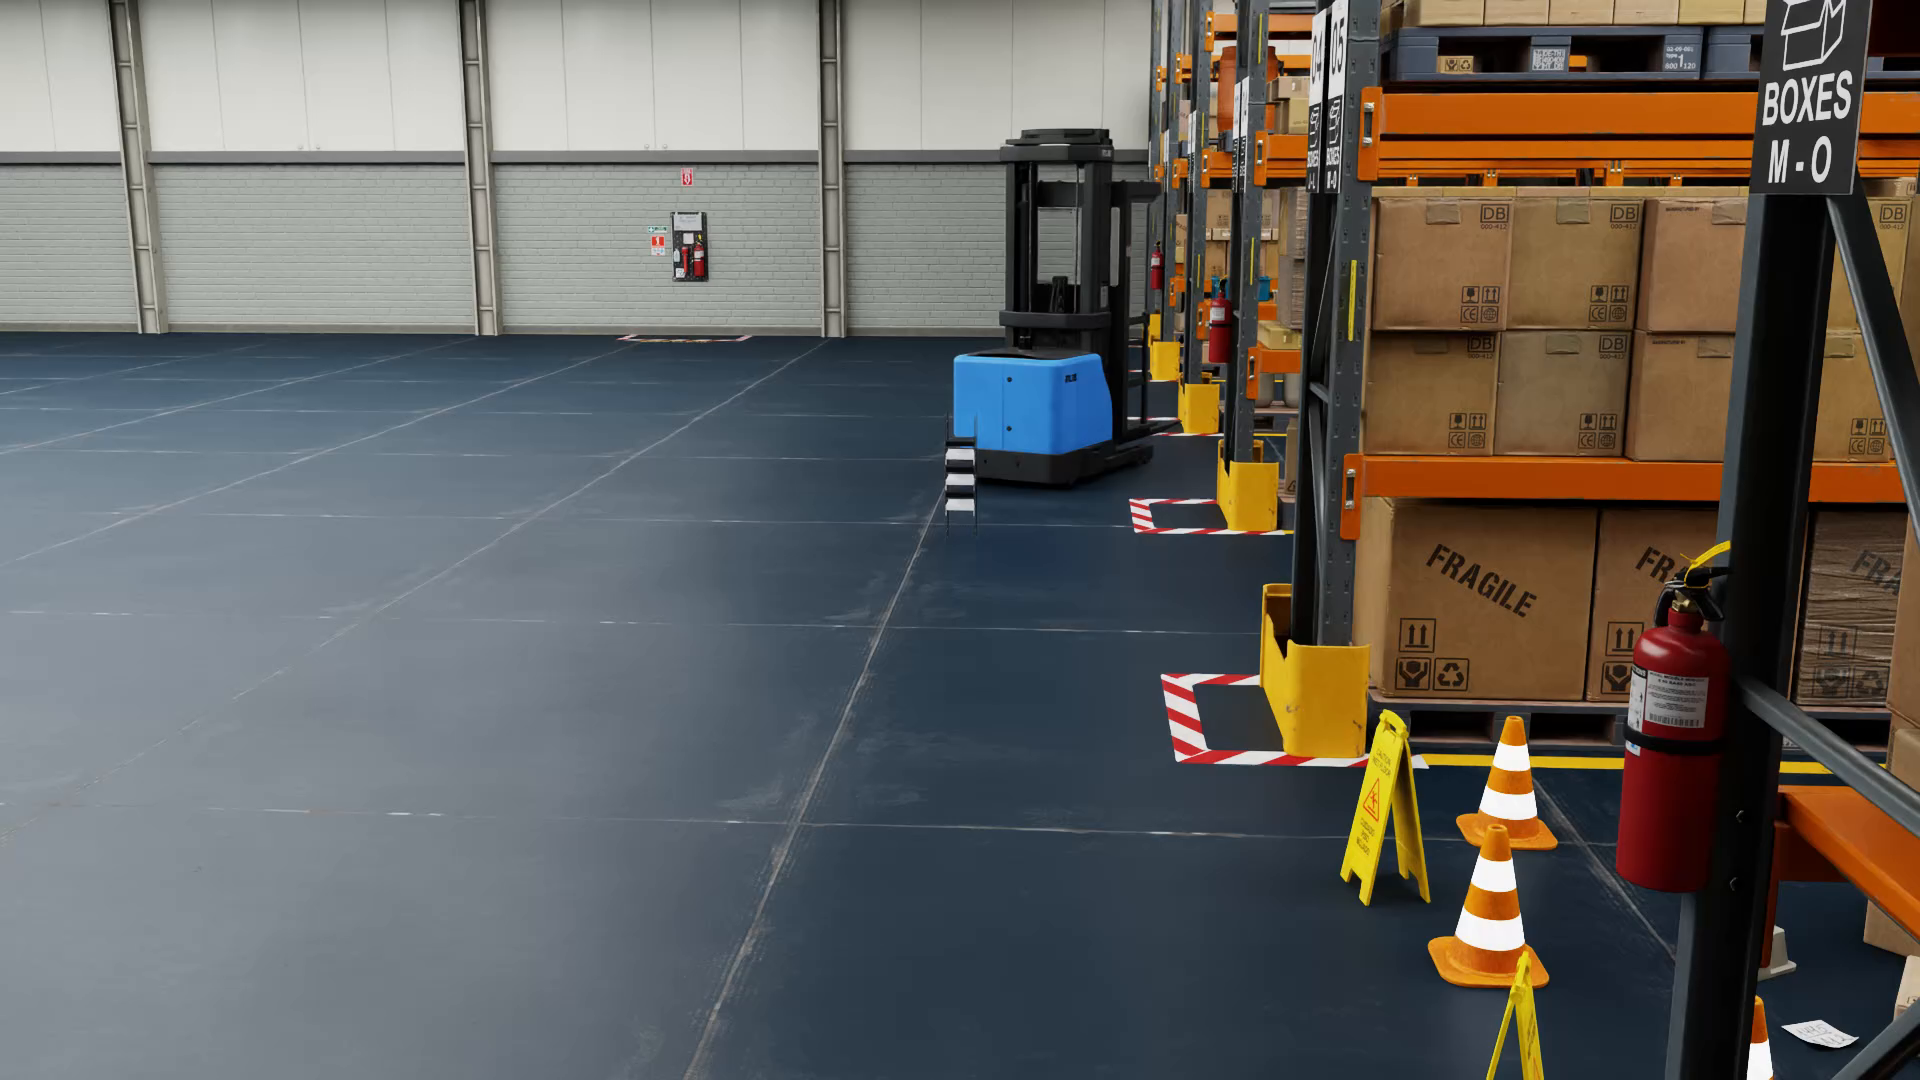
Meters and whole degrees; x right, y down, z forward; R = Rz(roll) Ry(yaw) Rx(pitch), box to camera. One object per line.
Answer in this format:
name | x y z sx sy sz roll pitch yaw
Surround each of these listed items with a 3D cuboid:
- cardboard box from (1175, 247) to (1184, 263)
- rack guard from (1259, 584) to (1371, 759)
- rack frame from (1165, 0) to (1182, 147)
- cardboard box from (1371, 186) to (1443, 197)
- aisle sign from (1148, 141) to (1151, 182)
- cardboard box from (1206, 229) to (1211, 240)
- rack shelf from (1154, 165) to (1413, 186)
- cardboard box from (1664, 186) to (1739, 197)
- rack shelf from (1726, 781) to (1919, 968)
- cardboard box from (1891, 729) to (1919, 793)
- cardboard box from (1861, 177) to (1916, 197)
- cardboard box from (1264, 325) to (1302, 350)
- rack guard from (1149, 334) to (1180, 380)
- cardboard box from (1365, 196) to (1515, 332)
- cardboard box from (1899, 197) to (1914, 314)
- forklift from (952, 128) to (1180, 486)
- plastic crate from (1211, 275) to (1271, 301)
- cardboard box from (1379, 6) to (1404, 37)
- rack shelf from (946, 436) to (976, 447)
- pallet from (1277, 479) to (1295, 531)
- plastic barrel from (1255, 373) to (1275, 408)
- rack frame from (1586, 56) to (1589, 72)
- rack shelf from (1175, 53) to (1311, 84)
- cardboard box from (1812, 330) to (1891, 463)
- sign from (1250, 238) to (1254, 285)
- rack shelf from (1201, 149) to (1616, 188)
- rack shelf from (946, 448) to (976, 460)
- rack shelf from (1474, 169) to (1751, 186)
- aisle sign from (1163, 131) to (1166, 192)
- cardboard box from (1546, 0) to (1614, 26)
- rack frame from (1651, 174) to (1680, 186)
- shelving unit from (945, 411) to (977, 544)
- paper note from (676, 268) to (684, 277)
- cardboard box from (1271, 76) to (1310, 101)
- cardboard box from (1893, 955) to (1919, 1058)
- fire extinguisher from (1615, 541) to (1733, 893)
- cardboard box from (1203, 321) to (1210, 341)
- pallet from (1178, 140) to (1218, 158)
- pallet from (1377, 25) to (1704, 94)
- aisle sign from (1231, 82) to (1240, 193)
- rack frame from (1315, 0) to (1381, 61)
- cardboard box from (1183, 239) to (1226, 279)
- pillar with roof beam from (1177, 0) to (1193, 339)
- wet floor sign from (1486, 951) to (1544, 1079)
cardboard box | 3.551 -4.552 26.519 0.500 0.250 0.500 0 12 2
rack guard | 1.636 0.584 7.755 0.348 0.500 1.175 1 12 4
rack frame | 2.758 -6.611 21.395 0.127 3.000 1.000 1 12 4
cardboard box | 3.122 -2.263 11.850 0.500 0.500 0.500 1 12 4
aisle sign | 2.994 -5.899 26.293 0.004 0.787 0.394 1 12 4
cardboard box | 3.136 -3.992 21.697 0.250 0.149 0.380 1 12 3
rack shelf | 5.081 -5.776 26.483 4.000 0.370 1.077 1 12 4
cardboard box | 5.117 -2.237 11.722 0.500 0.500 0.500 1 12 4
rack shelf | 3.426 0.753 2.599 4.000 0.370 1.077 1 12 4
cardboard box | 1.818 0.458 2.867 0.250 0.149 0.380 1 12 6
cardboard box | 6.867 -2.056 11.780 1.000 1.000 1.000 1 12 4
cardboard box | 2.361 -1.475 12.109 0.250 0.149 0.380 1 12 4
rack guard | 2.734 -2.452 22.267 0.348 0.500 1.175 1 12 4
cardboard box | 2.028 -1.228 7.309 0.550 0.550 0.875 1 12 4
cardboard box | 4.200 -1.218 7.260 0.550 0.550 0.875 1 12 4
forklift | 1.103 -2.139 14.836 1.130 2.935 3.031 7 14 29
plastic crate | 2.943 -2.644 17.447 0.616 0.251 0.499 1 12 4
cardboard box | 2.015 -2.304 7.472 0.250 0.149 0.380 1 12 4
rack shelf | 0.008 -0.672 11.627 0.200 0.077 0.258 1 12 4
pallet | 2.977 -0.267 12.528 1.213 0.211 1.003 1 12 4
plastic barrel | 3.085 -1.657 17.415 0.421 0.512 0.421 0 12 0
rack frame | 6.415 -5.545 16.296 0.127 3.000 1.000 1 12 4
rack shelf | 4.754 -6.036 21.379 4.000 0.370 1.077 1 12 4
cardboard box | 3.666 -0.682 7.334 0.500 0.550 0.875 1 12 4
sign | 2.057 -1.964 11.716 0.005 0.325 0.100 1 12 4
rack shelf | 4.419 -3.752 16.808 4.000 0.370 1.077 1 12 4
rack shelf | 0.008 -0.584 11.645 0.200 0.077 0.258 1 12 4
rack shelf | 8.745 -4.709 21.383 4.000 0.370 1.077 1 12 4
aisle sign | 2.712 -5.008 22.034 0.004 0.787 0.394 1 12 4
cardboard box | 2.485 -2.162 6.794 0.250 0.149 0.380 1 12 4
rack frame | 11.068 -4.577 26.324 0.127 3.000 1.000 1 12 4
shelving unit | 0.008 -0.440 11.675 0.210 0.900 0.258 1 12 4
paper note | -4.780 -4.563 28.407 0.142 0.148 0.016 1 12 4
cardboard box | 2.352 -3.190 11.758 0.250 0.149 0.380 1 12 3
cardboard box | 2.873 1.374 4.835 0.250 0.149 0.380 8 14 33
fire extinguisher | 1.347 0.316 3.122 0.183 0.674 0.296 1 12 4
cardboard box | 3.313 -2.955 22.427 0.500 0.500 0.500 1 12 4
pallet | 3.462 -5.085 21.640 1.213 0.211 1.003 1 12 4
pallet | 2.401 -2.056 7.161 1.213 0.211 1.003 1 12 4
aisle sign | 2.051 -2.986 12.366 0.004 0.787 0.394 1 12 4
rack frame | 1.660 -3.576 6.883 0.127 3.000 1.000 1 12 4
cardboard box | 3.223 -3.715 21.956 0.500 0.500 0.700 1 12 4
pillar with roof beam | 3.554 -6.911 22.828 0.400 9.000 9.100 1 12 4
wet floor sign | 1.312 1.305 3.955 0.232 0.644 0.267 5 13 23
